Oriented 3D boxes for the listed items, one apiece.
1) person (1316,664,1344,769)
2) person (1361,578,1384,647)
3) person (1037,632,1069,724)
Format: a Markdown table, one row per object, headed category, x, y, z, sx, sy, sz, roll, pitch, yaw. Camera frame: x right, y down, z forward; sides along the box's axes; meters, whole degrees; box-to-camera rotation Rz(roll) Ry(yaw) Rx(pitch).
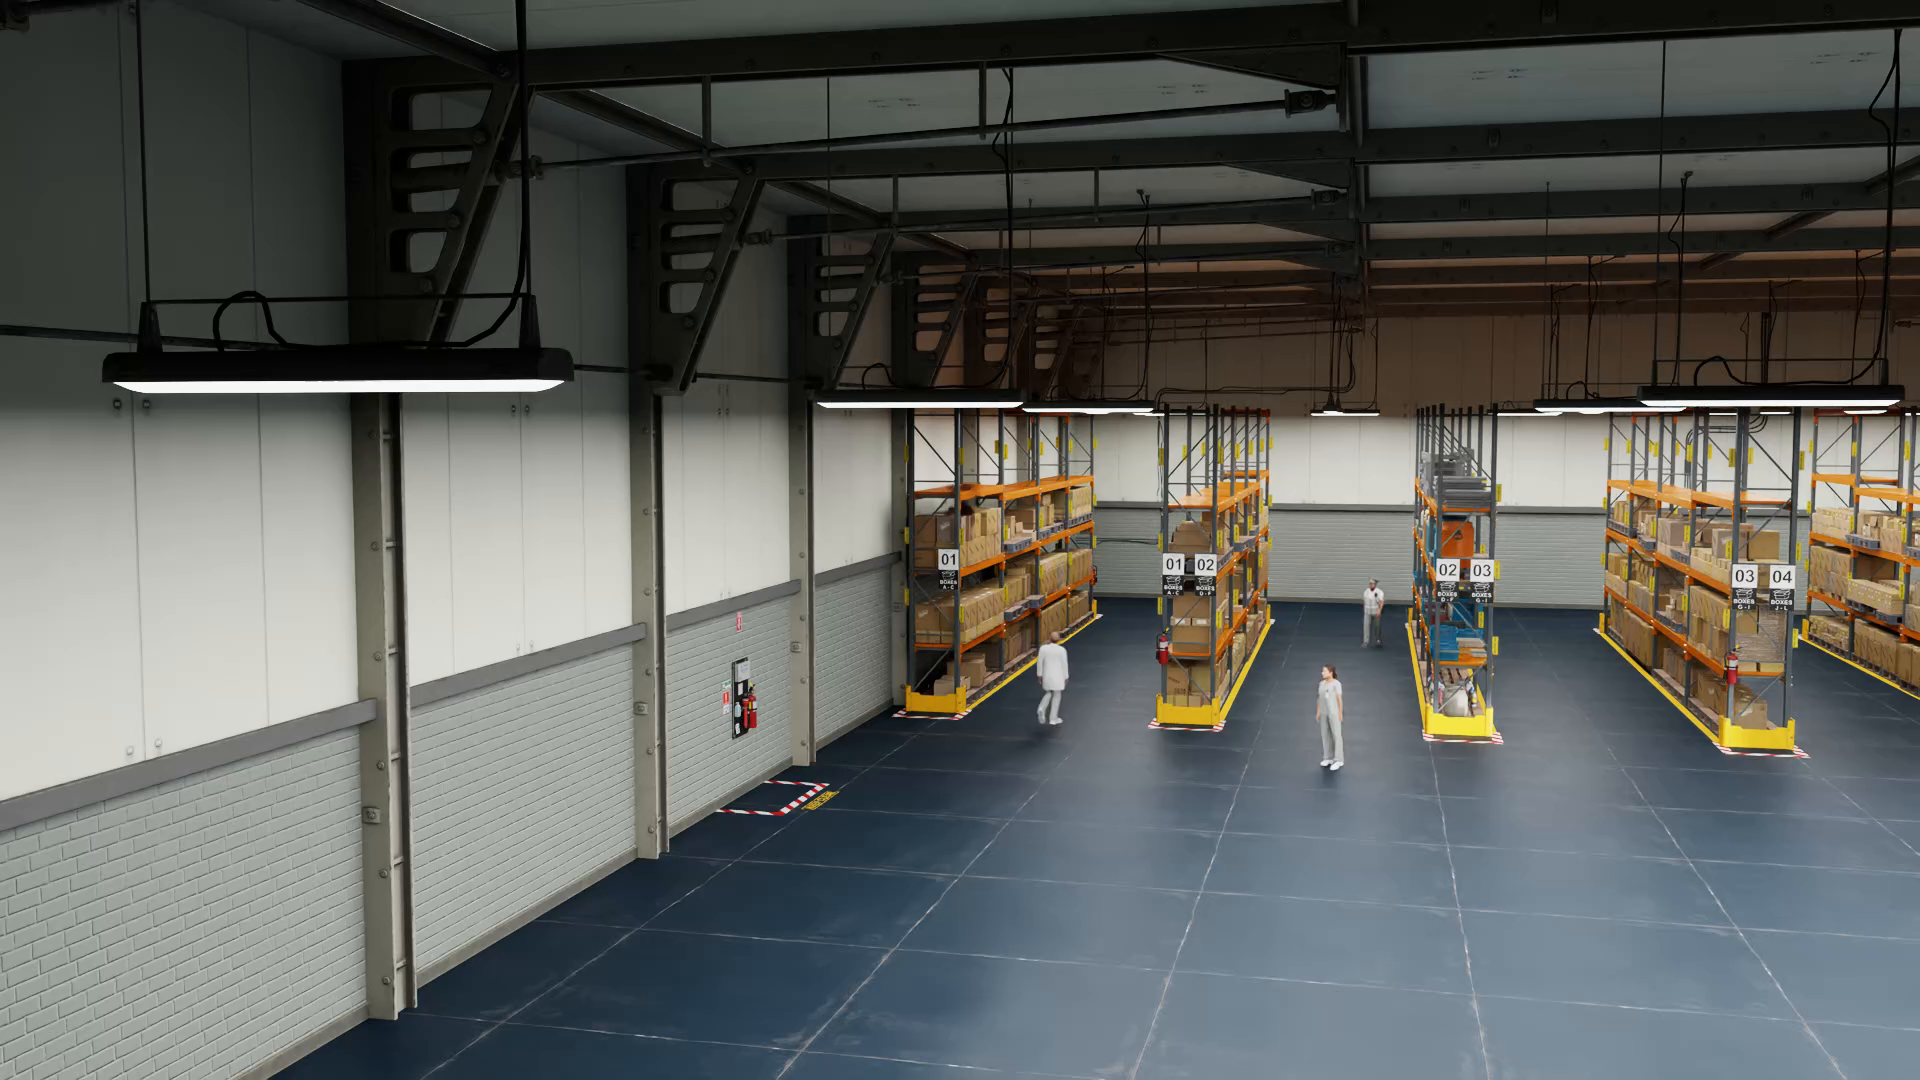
| category | x | y | z | sx | sy | sz | roll | pitch | yaw |
| --- | --- | --- | --- | --- | --- | --- | --- | --- | --- |
| person | 6.092 | 2.890 | 27.418 | 0.450 | 1.684 | 0.550 | -4 | 6 | -42 |
| person | 10.343 | 1.813 | 41.656 | 0.532 | 1.718 | 1.056 | 2 | 5 | 24 |
| person | 1.721 | 2.569 | 31.012 | 0.587 | 1.756 | 0.603 | 3 | 5 | 38 |
